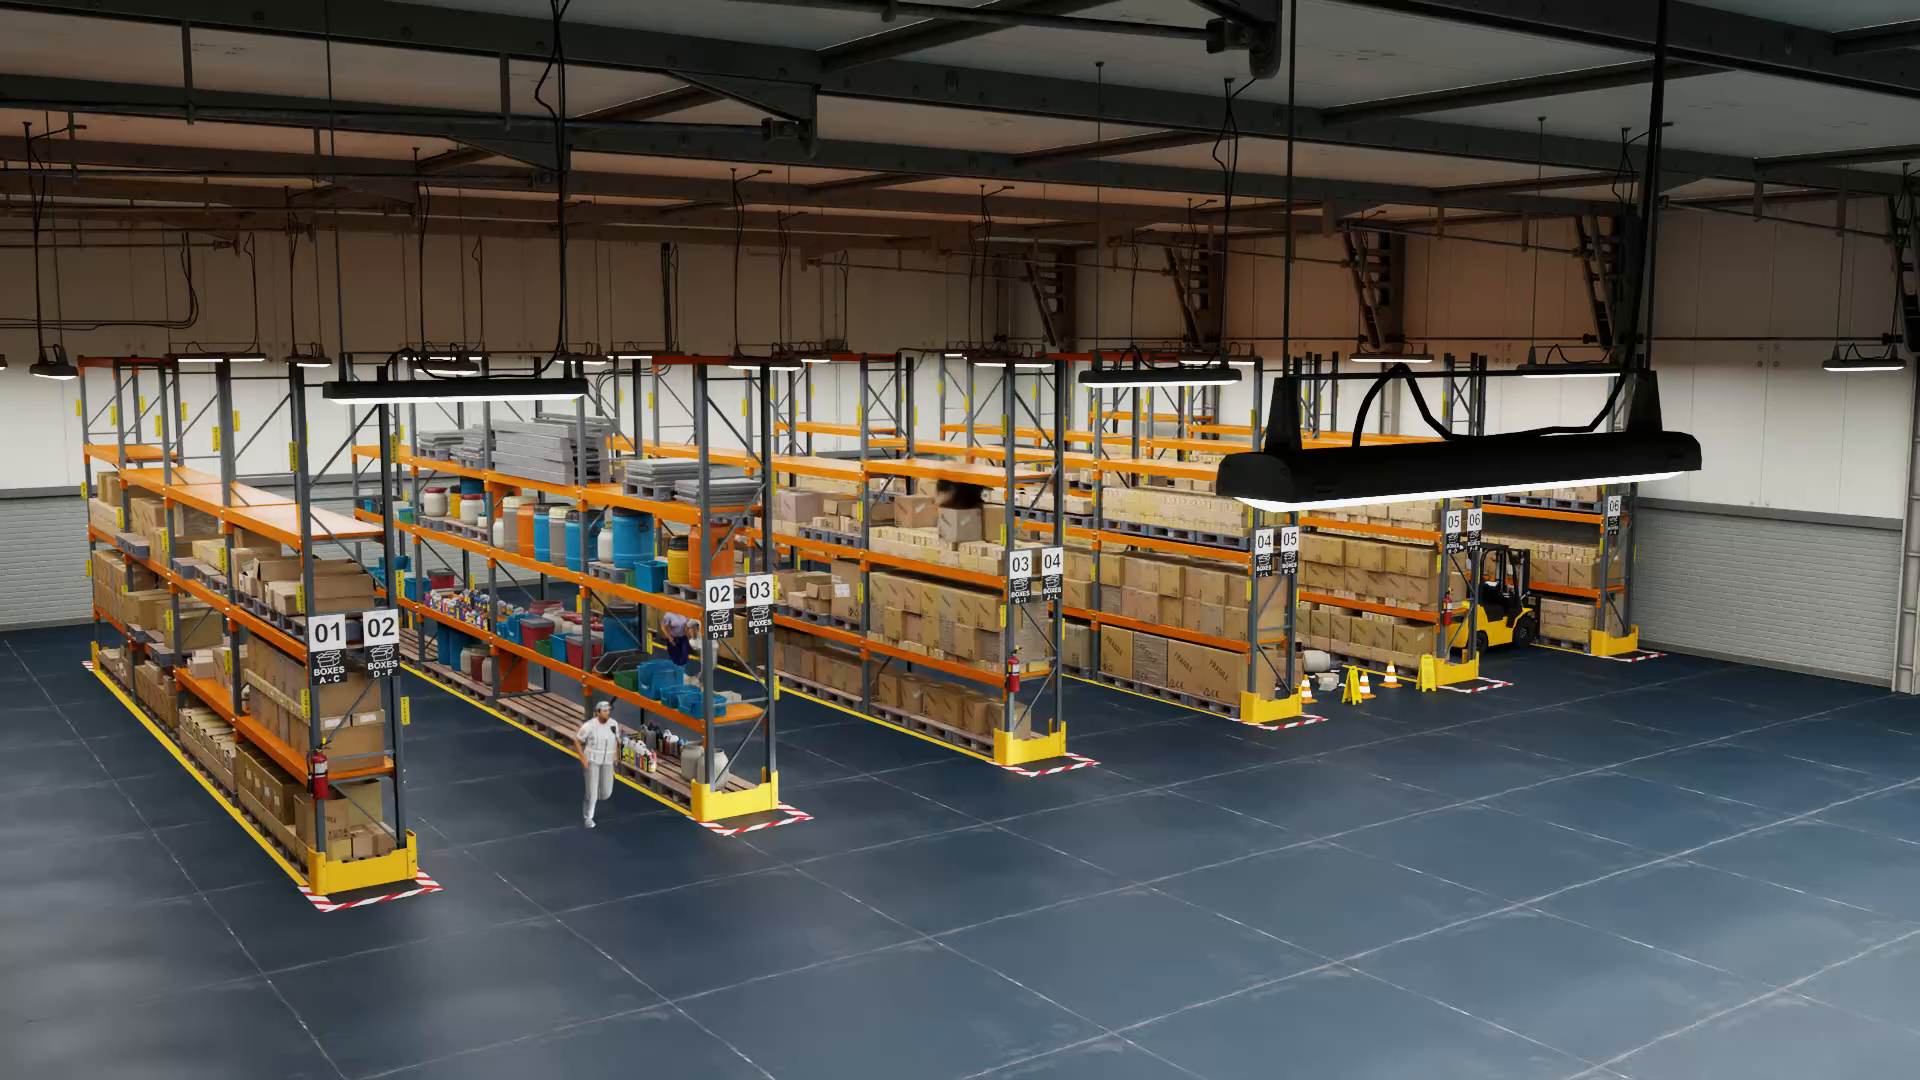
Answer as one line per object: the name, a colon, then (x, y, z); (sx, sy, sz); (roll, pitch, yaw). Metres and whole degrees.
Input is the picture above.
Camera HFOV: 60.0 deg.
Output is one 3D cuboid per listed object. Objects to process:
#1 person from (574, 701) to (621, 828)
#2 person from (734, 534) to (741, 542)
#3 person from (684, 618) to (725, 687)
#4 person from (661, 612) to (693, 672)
person: (-4.742, 2.907, 21.832); (0.649, 1.617, 0.549); (-5, 8, -33)
person: (-5.395, 0.662, 40.156); (0.614, 1.639, 0.673); (0, 7, -1)
person: (-4.438, 1.909, 29.313); (0.677, 1.732, 0.629); (-6, 9, -42)
person: (-5.161, 1.867, 30.385); (0.604, 1.623, 0.605); (-5, 8, -34)
